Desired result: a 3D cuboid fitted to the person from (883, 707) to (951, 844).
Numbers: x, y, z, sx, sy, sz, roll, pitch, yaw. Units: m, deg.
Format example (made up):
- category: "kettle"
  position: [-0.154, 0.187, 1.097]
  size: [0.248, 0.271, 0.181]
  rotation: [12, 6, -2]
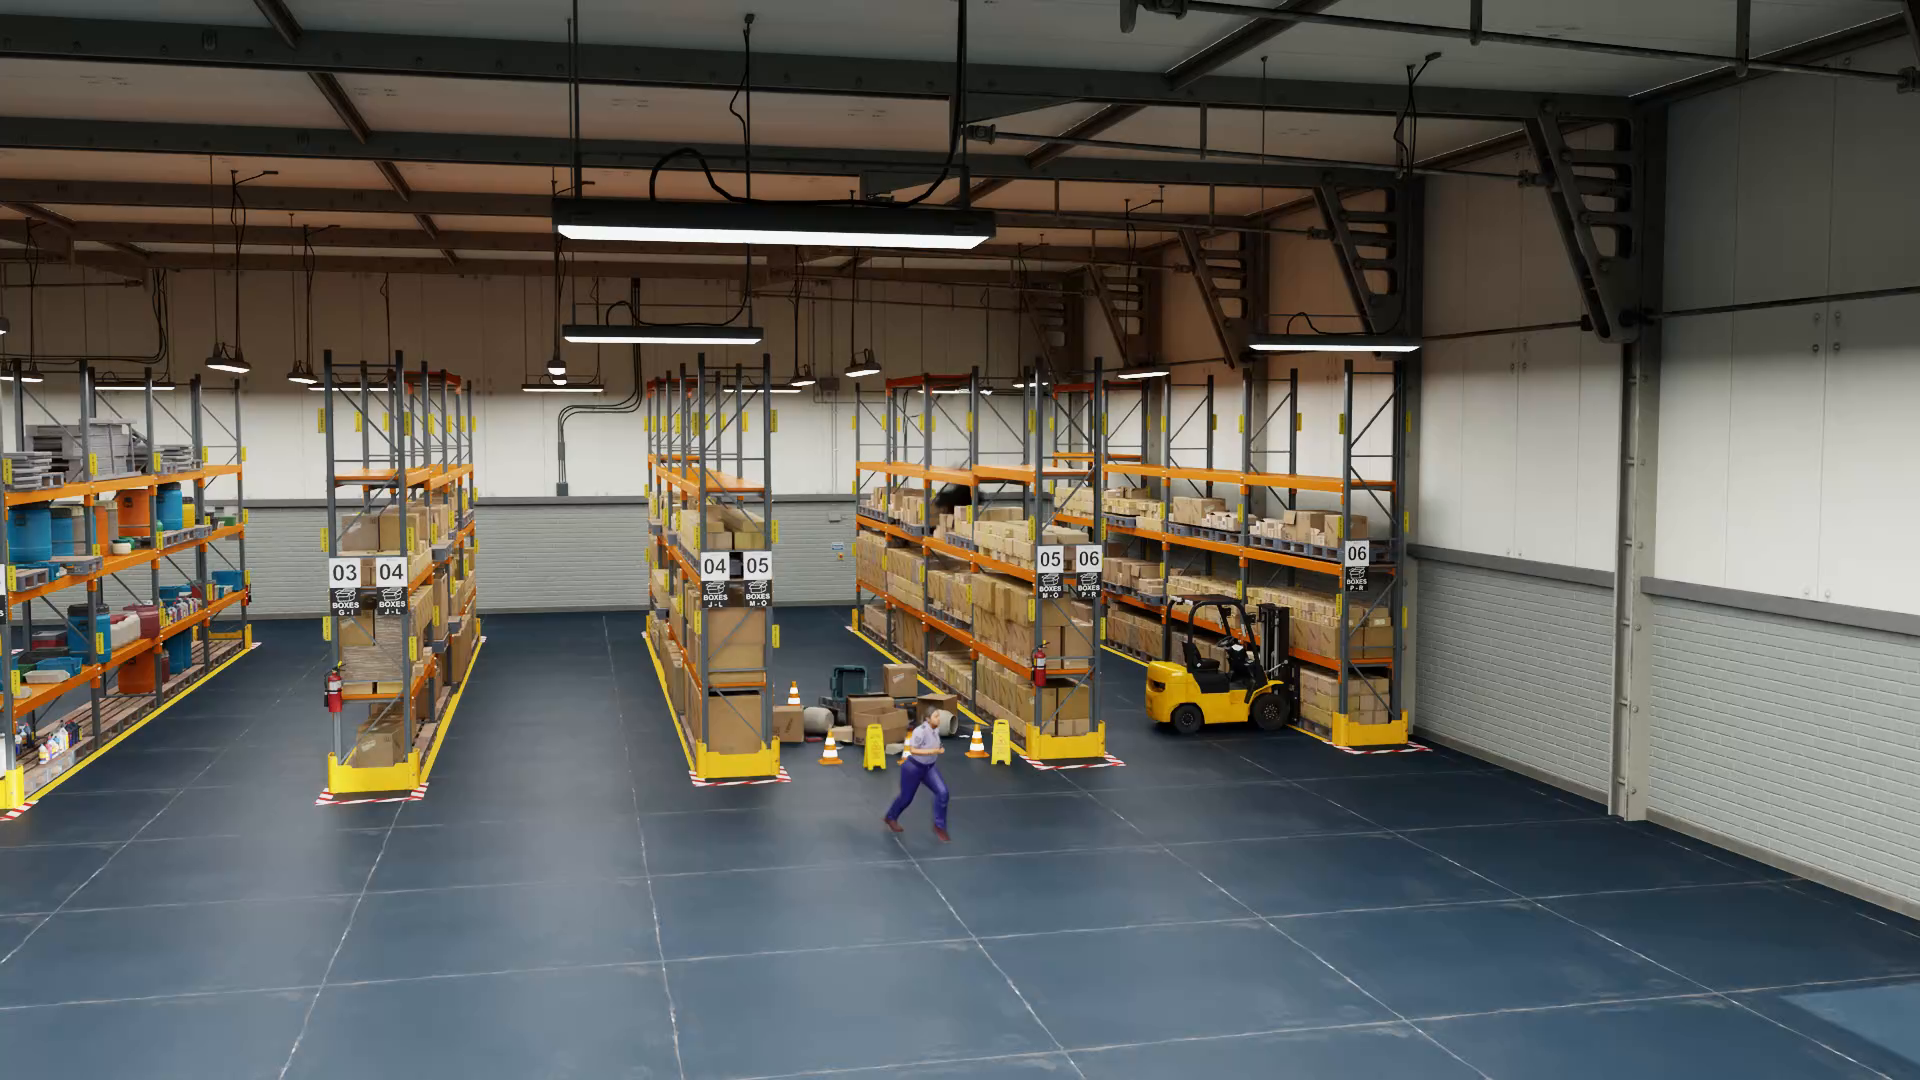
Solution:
- category: "person"
  position: [-0.531, 2.819, 20.049]
  size: [0.941, 1.646, 0.601]
  rotation: [3, 5, 39]
